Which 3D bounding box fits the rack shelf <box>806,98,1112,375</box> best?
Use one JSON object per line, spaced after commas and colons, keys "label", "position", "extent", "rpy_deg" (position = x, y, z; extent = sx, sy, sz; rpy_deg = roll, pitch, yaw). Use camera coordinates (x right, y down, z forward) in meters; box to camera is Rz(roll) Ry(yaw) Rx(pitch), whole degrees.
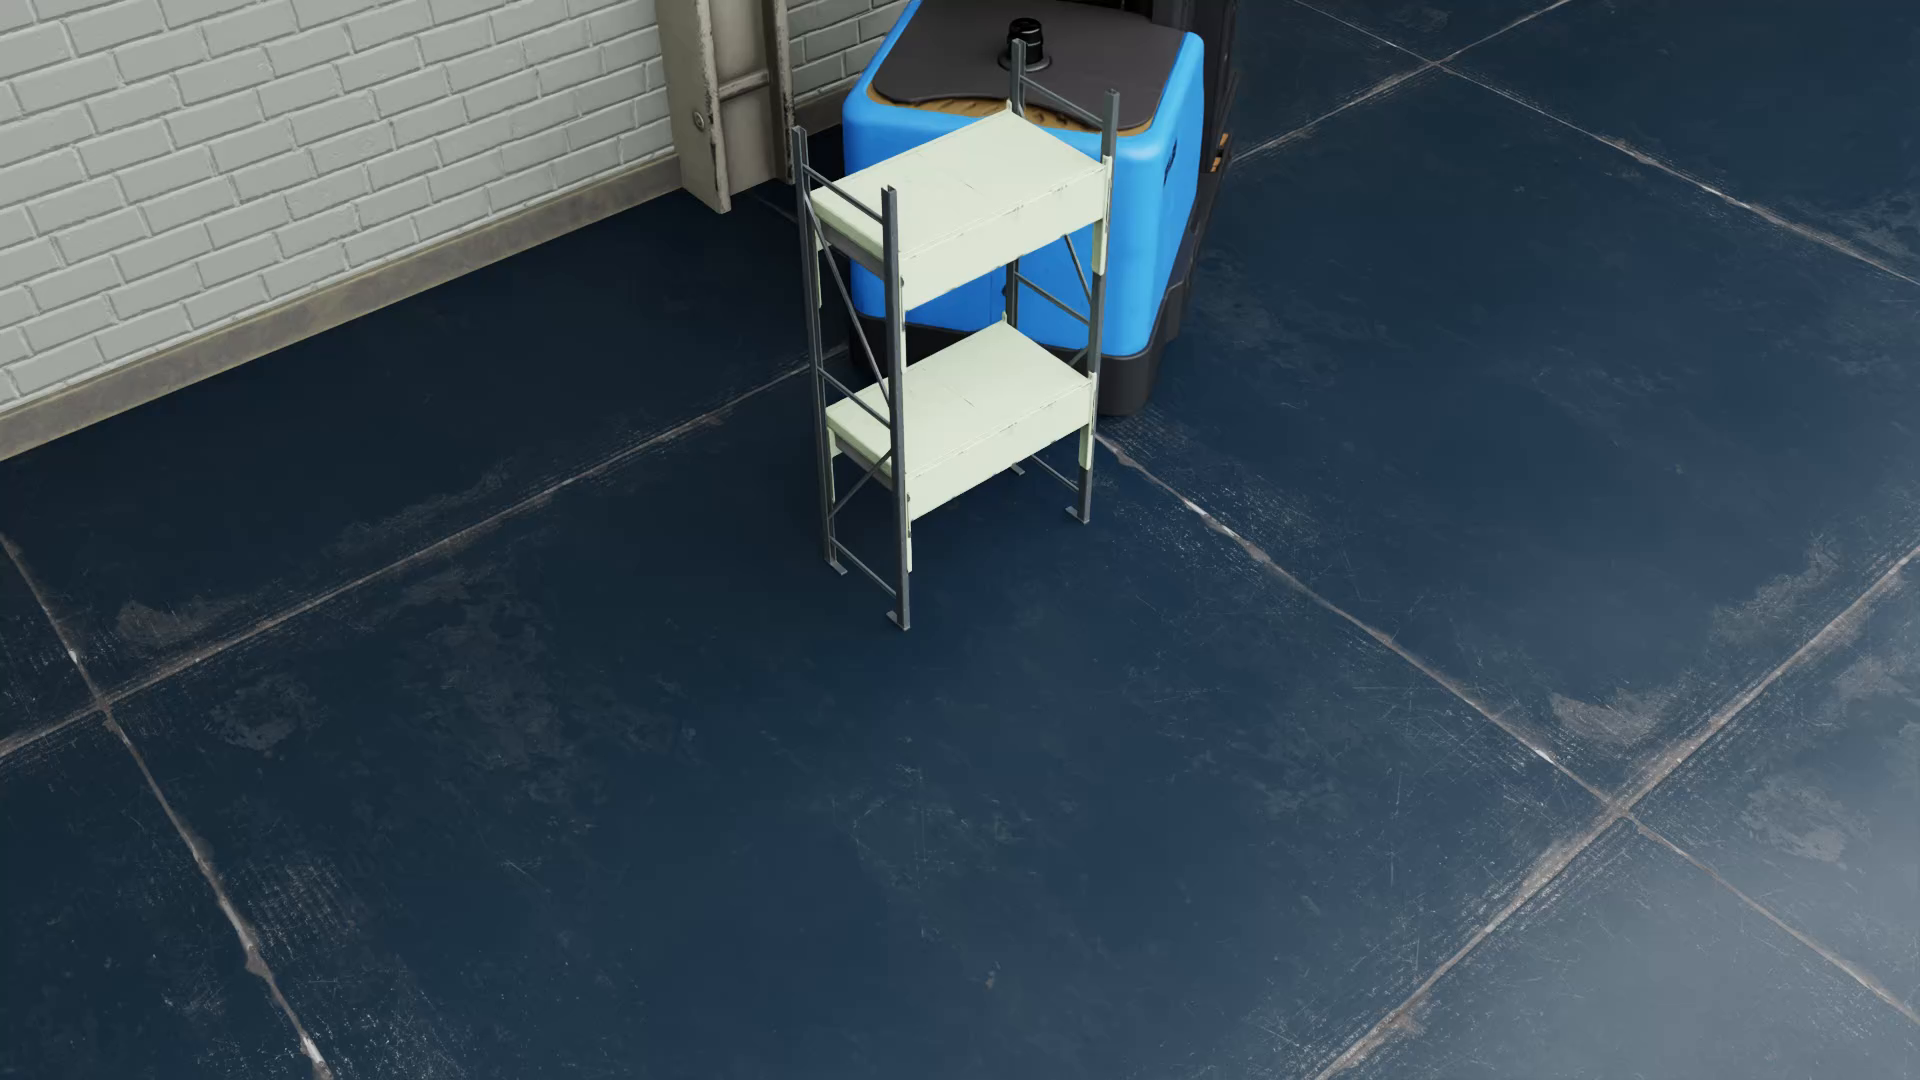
{"label": "rack shelf", "position": [-0.005, -0.828, 4.466], "extent": [0.720, 0.370, 0.431], "rpy_deg": [-30, 51, -28]}

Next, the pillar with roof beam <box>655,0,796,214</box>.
{"label": "pillar with roof beam", "position": [1.859, -2.487, 1.325], "extent": [0.400, 9.000, 9.100], "rpy_deg": [-30, 51, -28]}

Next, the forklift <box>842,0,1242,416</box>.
{"label": "forklift", "position": [0.500, -2.510, 5.782], "extent": [1.130, 2.935, 3.031], "rpy_deg": [11, 44, 11]}

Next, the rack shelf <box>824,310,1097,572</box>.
{"label": "rack shelf", "position": [-0.005, -0.306, 4.957], "extent": [0.720, 0.370, 0.431], "rpy_deg": [-30, 51, -28]}

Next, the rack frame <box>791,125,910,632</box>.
{"label": "rack frame", "position": [-0.286, -0.383, 4.562], "extent": [0.023, 1.500, 0.400], "rpy_deg": [-30, 51, -28]}

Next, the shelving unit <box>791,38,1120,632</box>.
{"label": "shelving unit", "position": [-0.005, -0.544, 4.733], "extent": [0.755, 1.500, 0.431], "rpy_deg": [-30, 51, -28]}

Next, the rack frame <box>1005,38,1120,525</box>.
{"label": "rack frame", "position": [0.276, -0.705, 4.905], "extent": [0.023, 1.500, 0.400], "rpy_deg": [-30, 51, -28]}
